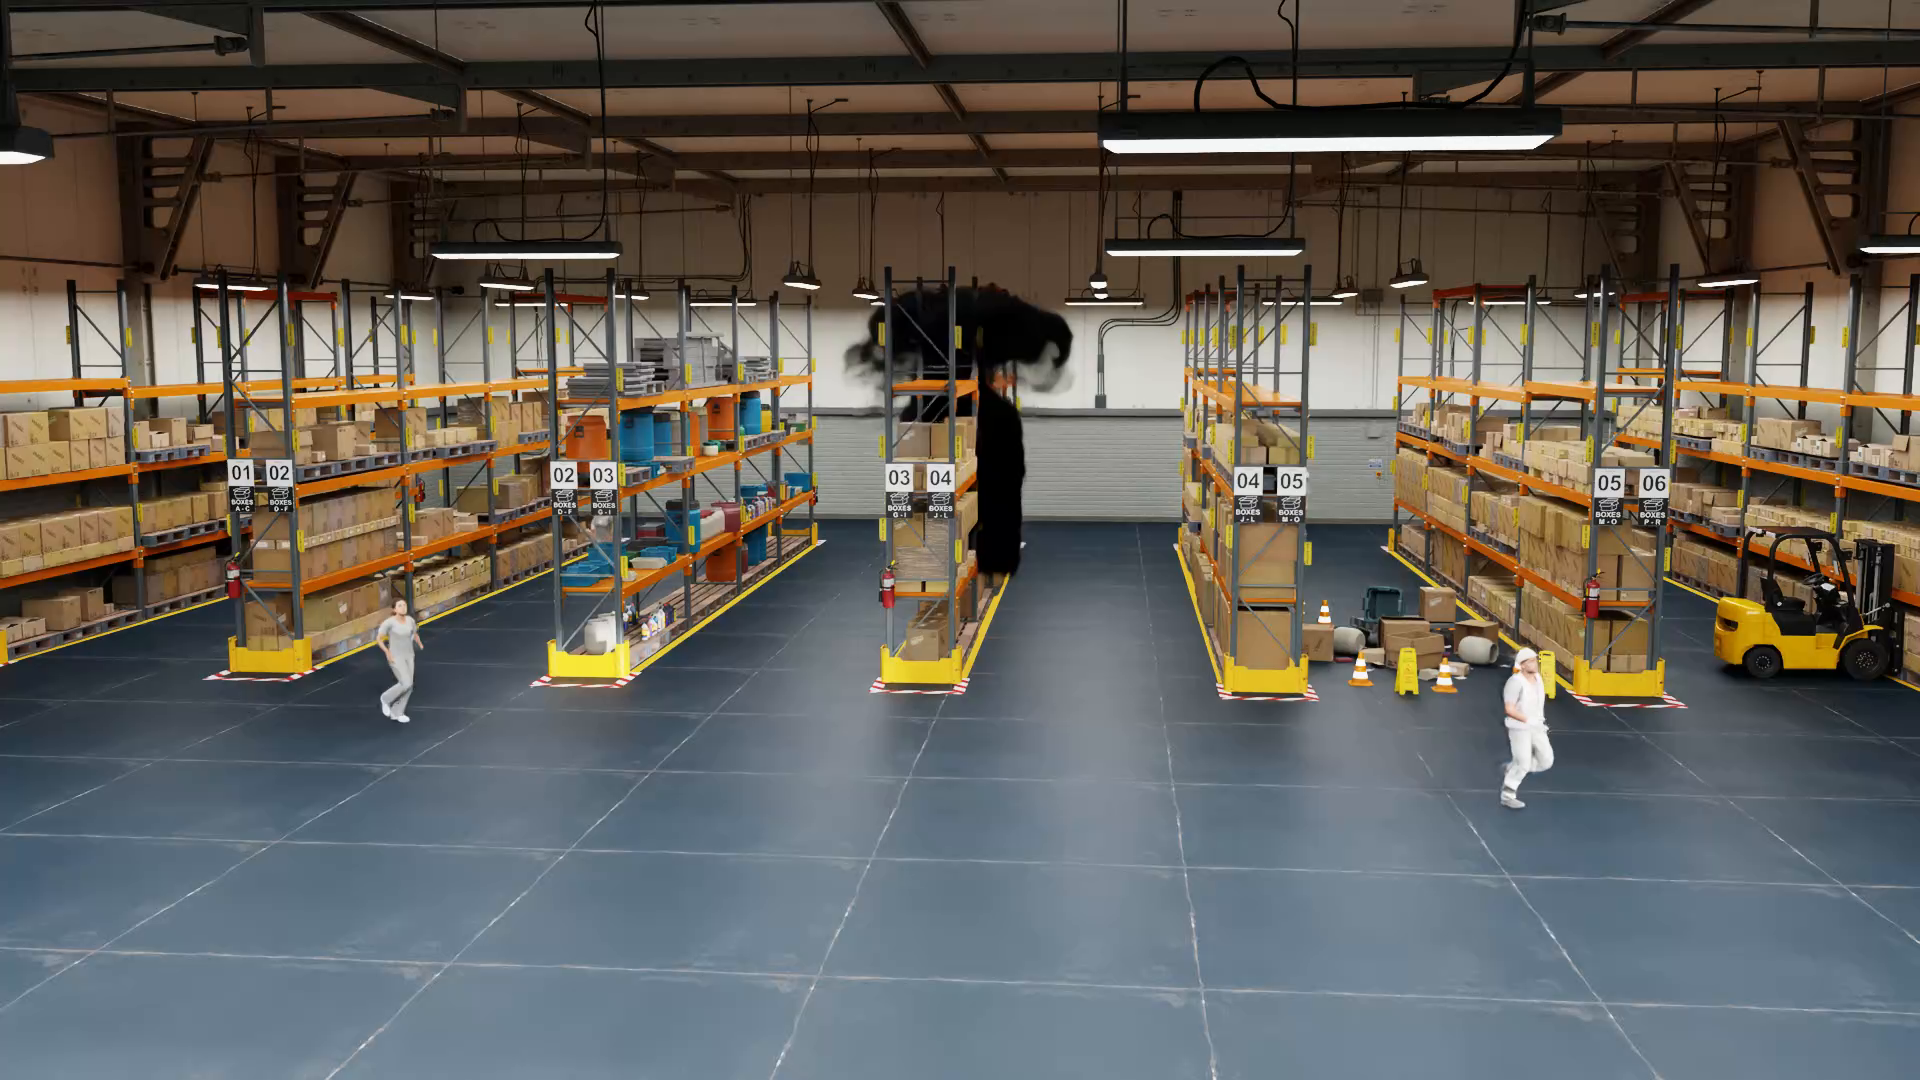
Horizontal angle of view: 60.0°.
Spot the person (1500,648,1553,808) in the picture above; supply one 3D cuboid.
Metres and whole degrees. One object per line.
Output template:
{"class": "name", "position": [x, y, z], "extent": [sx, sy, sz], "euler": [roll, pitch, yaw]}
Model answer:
{"class": "person", "position": [6.039, 2.003, 17.655], "extent": [0.699, 1.742, 0.656], "euler": [-5, 8, -34]}

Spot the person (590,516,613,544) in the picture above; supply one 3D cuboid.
{"class": "person", "position": [-6.894, 0.084, 32.188], "extent": [0.559, 1.492, 0.612], "euler": [1, 7, 6]}

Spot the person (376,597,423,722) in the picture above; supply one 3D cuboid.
{"class": "person", "position": [-7.295, 1.561, 21.764], "extent": [0.579, 1.637, 0.555], "euler": [5, 8, 34]}

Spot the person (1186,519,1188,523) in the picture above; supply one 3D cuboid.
{"class": "person", "position": [5.920, -0.729, 40.832], "extent": [0.787, 1.659, 0.745], "euler": [2, 7, 16]}
